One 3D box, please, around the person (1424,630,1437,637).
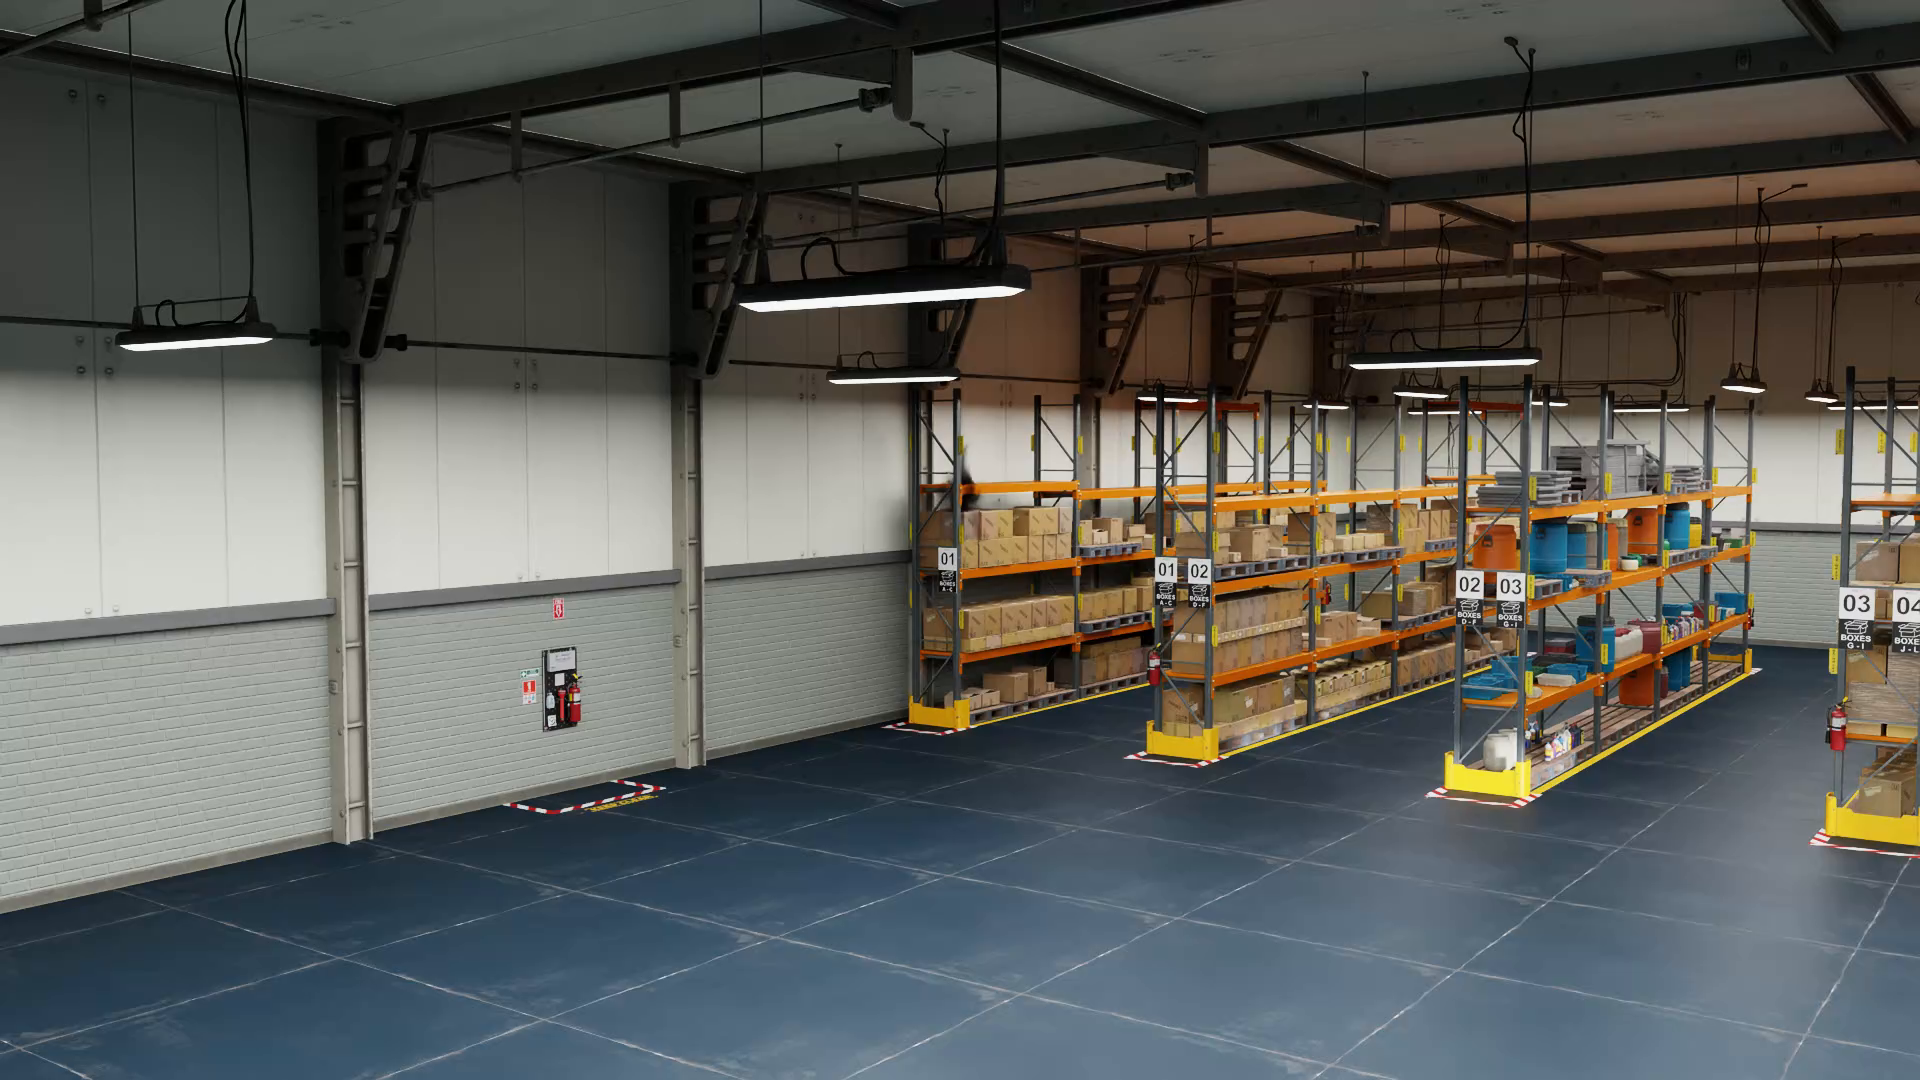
[{"bbox_3d":[12.177,1.739,42.787,0.607,1.697,0.709,-2,4,-33],"label":"person"}]
